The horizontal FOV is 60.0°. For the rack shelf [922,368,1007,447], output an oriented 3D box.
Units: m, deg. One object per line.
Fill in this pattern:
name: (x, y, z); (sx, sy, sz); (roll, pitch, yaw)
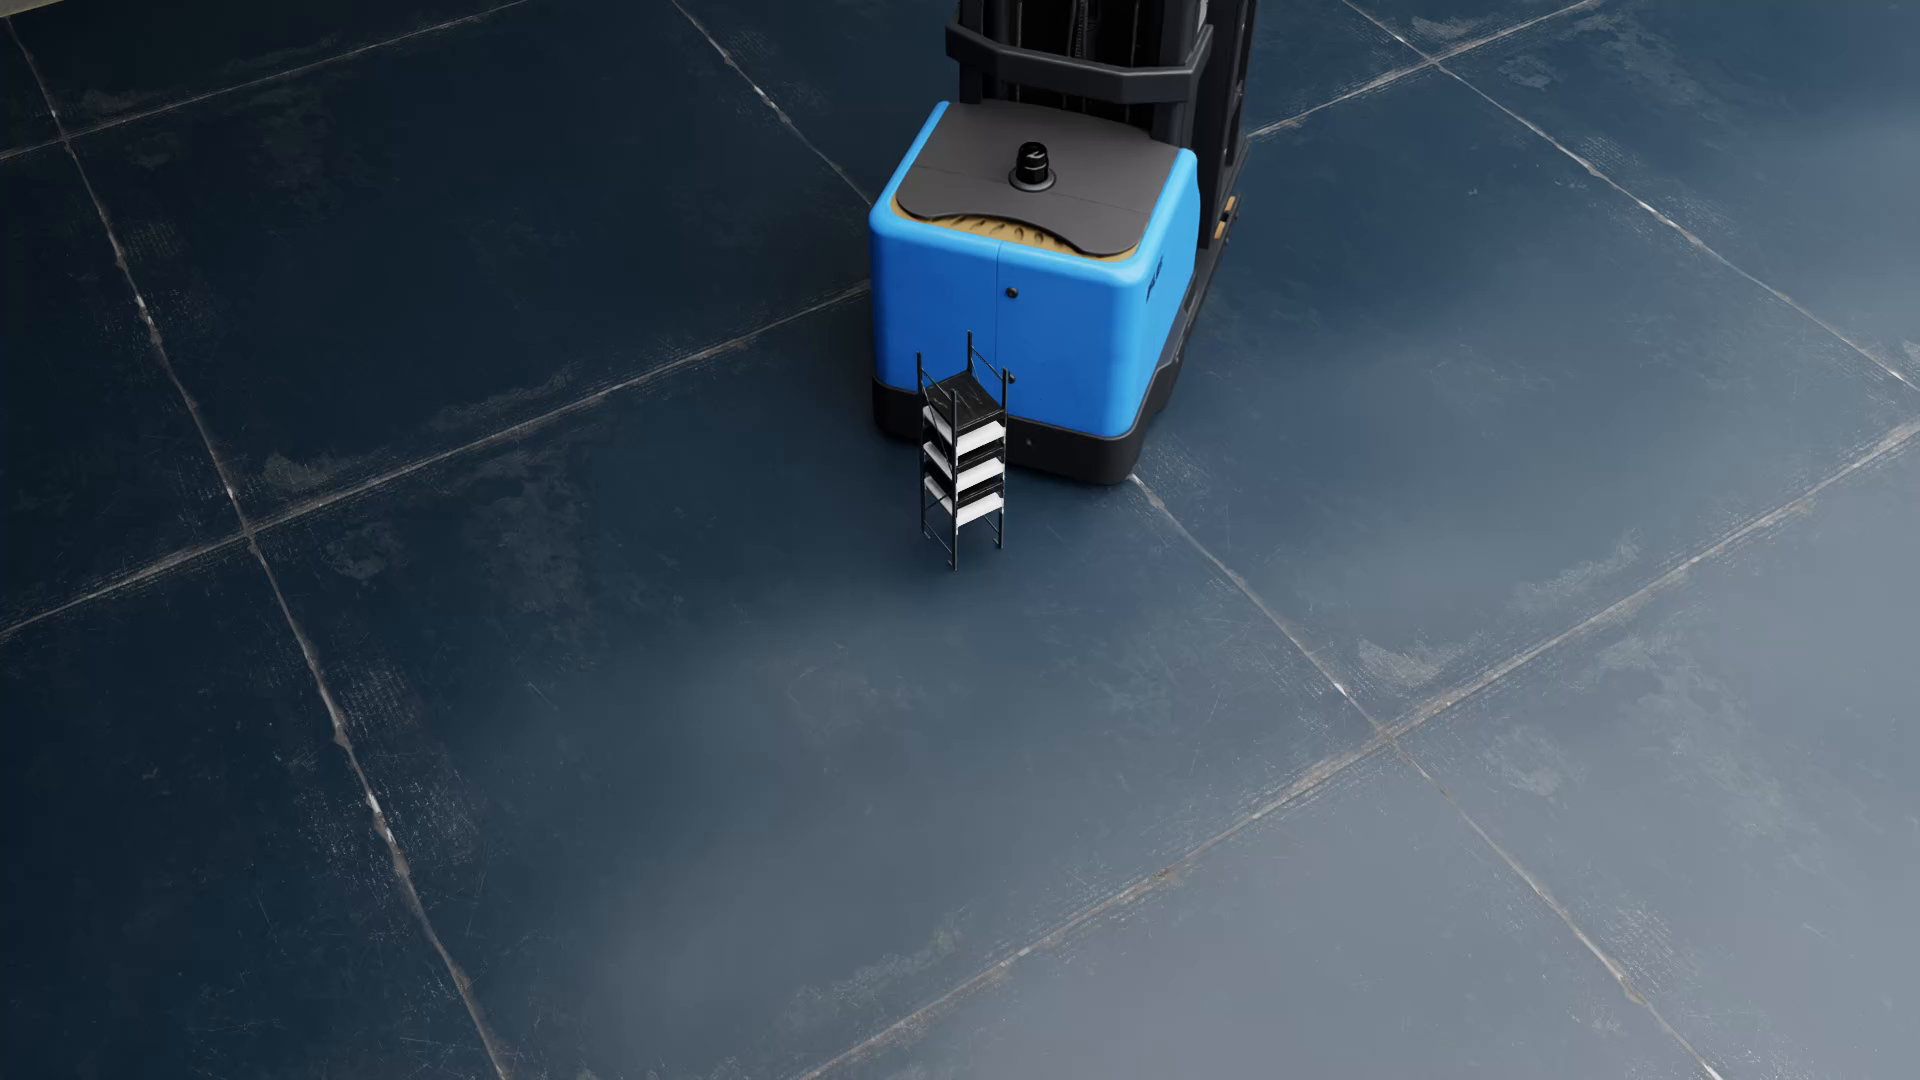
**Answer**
rack shelf: (0.007, -0.460, 5.740); (0.200, 0.077, 0.258); (-25, 53, -21)

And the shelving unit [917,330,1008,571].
shelving unit: (0.007, -0.303, 5.917); (0.210, 0.900, 0.258); (-25, 53, -21)

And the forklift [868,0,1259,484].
forklift: (0.621, -2.313, 6.348); (1.130, 2.935, 3.031); (15, 50, 13)

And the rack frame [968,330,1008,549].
rack frame: (0.093, -0.343, 5.953); (0.006, 0.900, 0.240); (-25, 53, -21)

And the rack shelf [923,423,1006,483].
rack shelf: (0.007, -0.340, 5.874); (0.200, 0.077, 0.258); (-25, 53, -21)

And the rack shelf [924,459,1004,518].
rack shelf: (0.007, -0.220, 6.009); (0.200, 0.077, 0.258); (-25, 53, -21)

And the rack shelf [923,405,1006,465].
rack shelf: (0.007, -0.400, 5.807); (0.200, 0.077, 0.258); (-25, 53, -21)

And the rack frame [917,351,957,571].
rack frame: (-0.079, -0.262, 5.881); (0.006, 0.900, 0.240); (-25, 53, -21)

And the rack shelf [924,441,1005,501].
rack shelf: (0.007, -0.280, 5.942); (0.200, 0.077, 0.258); (-25, 53, -21)

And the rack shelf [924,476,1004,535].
rack shelf: (0.007, -0.161, 6.076); (0.200, 0.077, 0.258); (-25, 53, -21)
